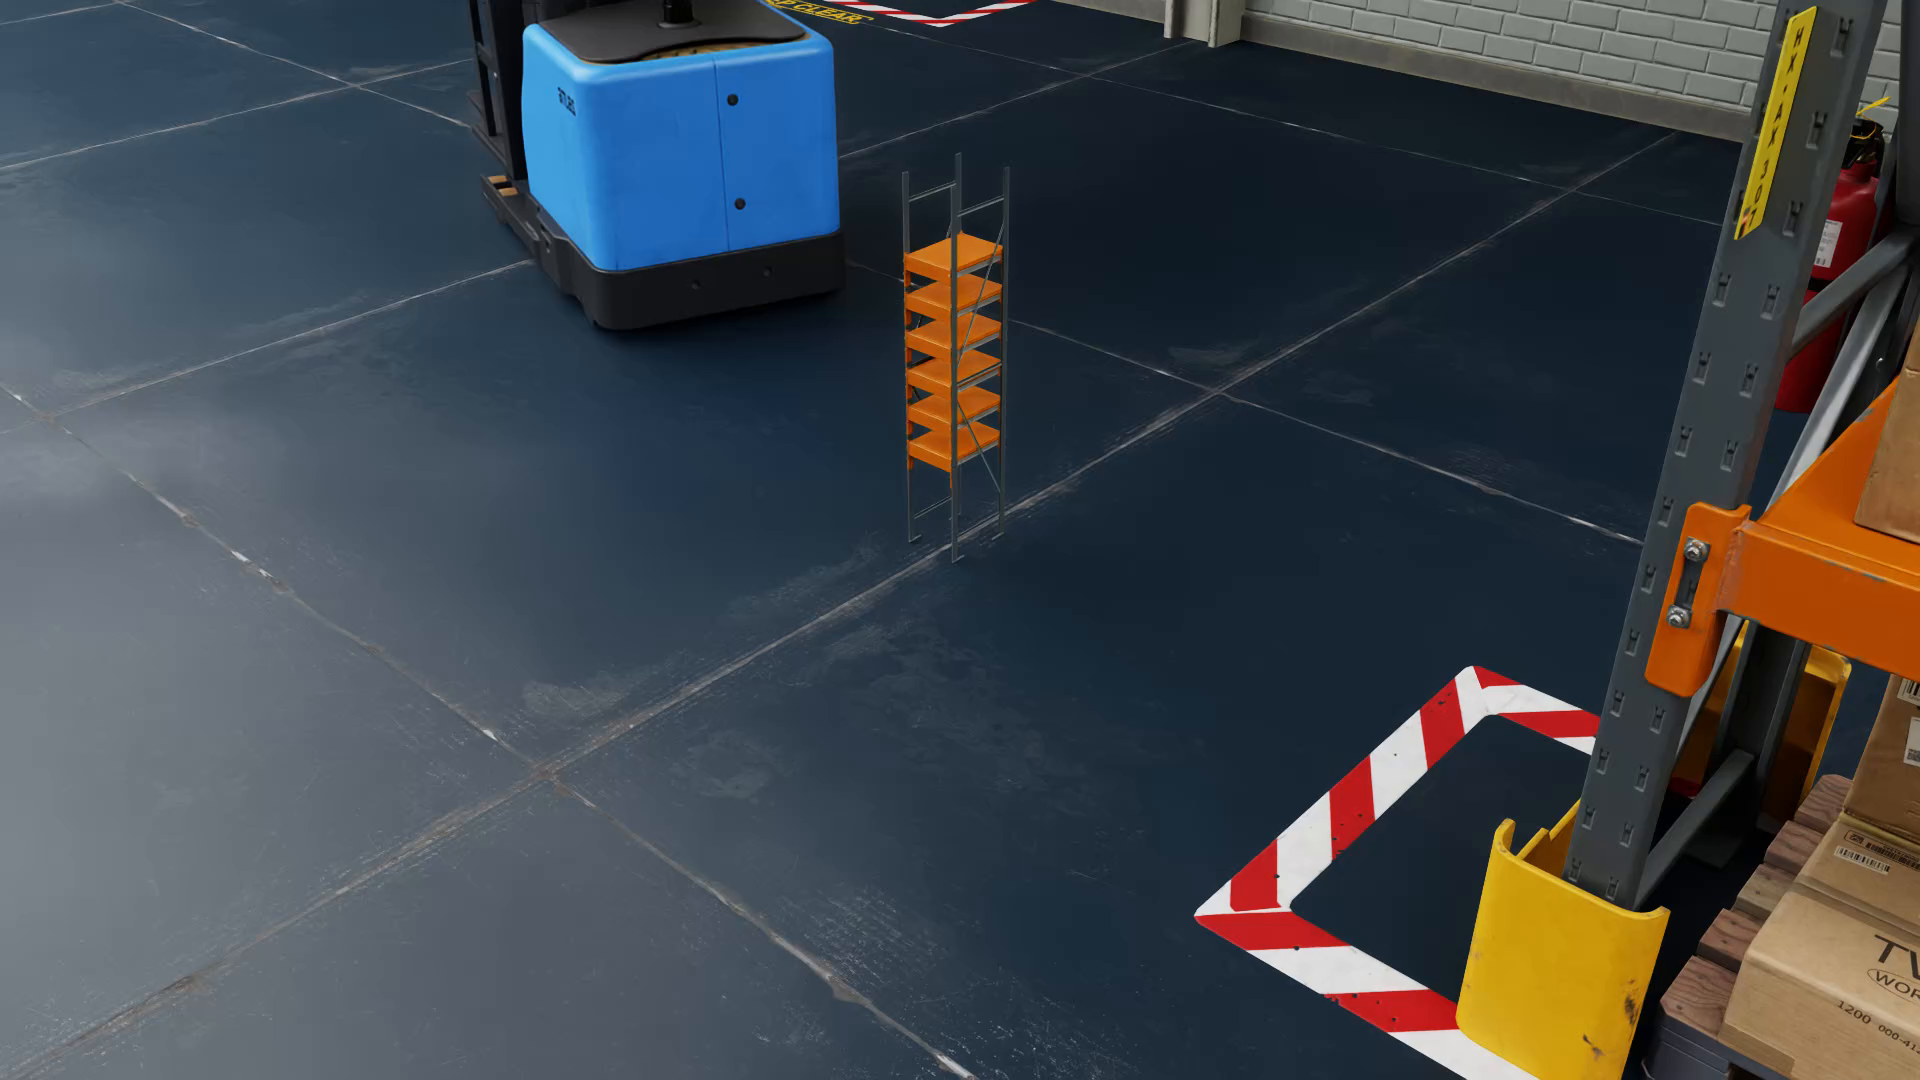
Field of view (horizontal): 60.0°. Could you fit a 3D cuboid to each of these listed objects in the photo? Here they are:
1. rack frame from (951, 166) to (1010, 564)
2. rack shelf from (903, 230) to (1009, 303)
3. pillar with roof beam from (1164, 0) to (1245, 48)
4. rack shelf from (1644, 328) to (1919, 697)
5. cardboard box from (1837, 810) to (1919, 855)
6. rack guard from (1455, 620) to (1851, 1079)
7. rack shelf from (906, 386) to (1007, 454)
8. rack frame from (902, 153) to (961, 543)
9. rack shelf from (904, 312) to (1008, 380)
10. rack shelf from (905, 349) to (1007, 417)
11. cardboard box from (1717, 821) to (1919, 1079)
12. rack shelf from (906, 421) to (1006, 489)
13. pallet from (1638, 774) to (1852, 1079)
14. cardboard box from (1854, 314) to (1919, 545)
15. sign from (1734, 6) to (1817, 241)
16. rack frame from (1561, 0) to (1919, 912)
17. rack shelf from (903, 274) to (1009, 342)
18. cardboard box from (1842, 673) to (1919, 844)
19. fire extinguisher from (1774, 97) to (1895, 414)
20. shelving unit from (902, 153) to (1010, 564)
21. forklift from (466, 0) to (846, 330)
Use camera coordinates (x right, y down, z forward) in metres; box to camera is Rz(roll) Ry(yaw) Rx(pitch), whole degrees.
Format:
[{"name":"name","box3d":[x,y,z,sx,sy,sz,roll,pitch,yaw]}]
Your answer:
[{"name":"rack frame","box3d":[0.057,-0.487,4.896,0.006,1.200,0.240,25,39,35]},{"name":"rack shelf","box3d":[-0.011,-0.789,4.786,0.180,0.103,0.258,25,39,35]},{"name":"pillar with roof beam","box3d":[-1.349,-5.395,5.486,0.400,9.000,9.100,25,39,35]},{"name":"rack shelf","box3d":[3.050,0.590,2.059,4.000,0.370,1.077,25,39,35]},{"name":"cardboard box","box3d":[2.163,0.661,3.503,0.500,0.250,0.500,25,39,35]},{"name":"rack guard","box3d":[1.550,0.652,3.682,0.348,0.500,1.175,25,39,35]},{"name":"rack shelf","box3d":[-0.011,-0.378,5.034,0.180,0.103,0.258,25,39,35]},{"name":"rack frame","box3d":[-0.079,-0.551,5.001,0.006,1.200,0.240,25,39,35]},{"name":"rack shelf","box3d":[-0.011,-0.584,4.910,0.180,0.103,0.258,25,39,35]},{"name":"rack shelf","box3d":[-0.011,-0.481,4.972,0.180,0.103,0.258,25,39,35]},{"name":"cardboard box","box3d":[1.816,0.859,3.174,0.500,0.250,0.500,25,39,35]},{"name":"rack shelf","box3d":[-0.011,-0.275,5.096,0.180,0.103,0.258,25,39,35]},{"name":"pallet","box3d":[2.163,1.033,3.329,1.213,0.211,1.003,25,39,35]},{"name":"cardboard box","box3d":[1.905,-0.287,2.721,0.500,0.500,0.700,25,39,35]},{"name":"sign","box3d":[1.191,-0.605,2.430,0.005,0.325,0.100,25,39,35]},{"name":"rack frame","box3d":[1.567,-0.410,3.023,0.127,3.000,1.000,25,39,35]},{"name":"rack shelf","box3d":[-0.011,-0.687,4.848,0.180,0.103,0.258,25,39,35]},{"name":"cardboard box","box3d":[2.165,0.338,3.311,0.500,0.500,0.500,25,39,35]},{"name":"fire extinguisher","box3d":[1.792,-0.596,3.406,0.183,0.674,0.296,25,39,35]},{"name":"shelving unit","box3d":[-0.011,-0.519,4.949,0.189,1.200,0.258,25,39,35]},{"name":"forklift","box3d":[-1.594,-2.808,7.072,1.130,2.935,3.031,-15,34,-23]}]
